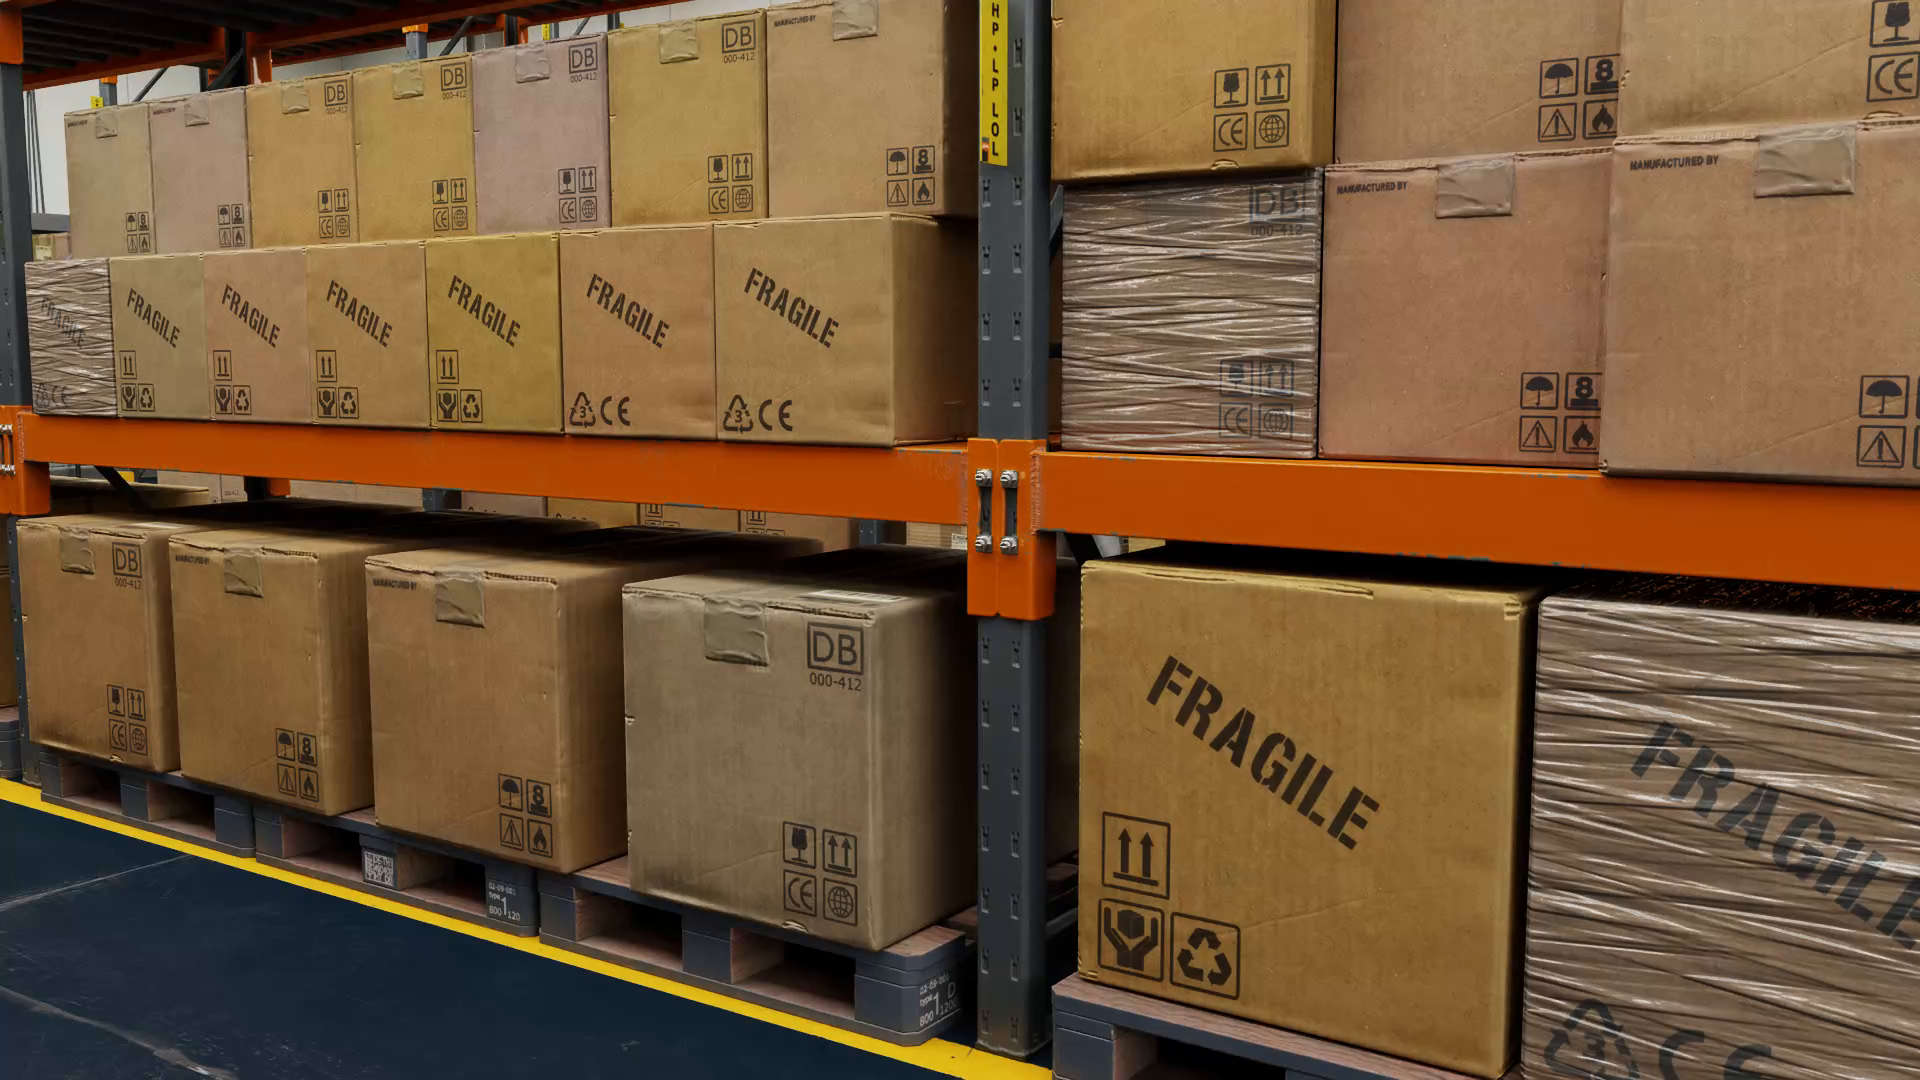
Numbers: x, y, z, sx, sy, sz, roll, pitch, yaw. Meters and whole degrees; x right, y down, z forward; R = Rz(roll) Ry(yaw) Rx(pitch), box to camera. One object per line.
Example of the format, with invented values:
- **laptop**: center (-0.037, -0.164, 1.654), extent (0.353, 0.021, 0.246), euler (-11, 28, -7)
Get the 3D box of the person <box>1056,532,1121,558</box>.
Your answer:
- **person**: center (0.525, -0.148, 7.353), extent (0.501, 1.659, 0.351), euler (4, 8, 32)
